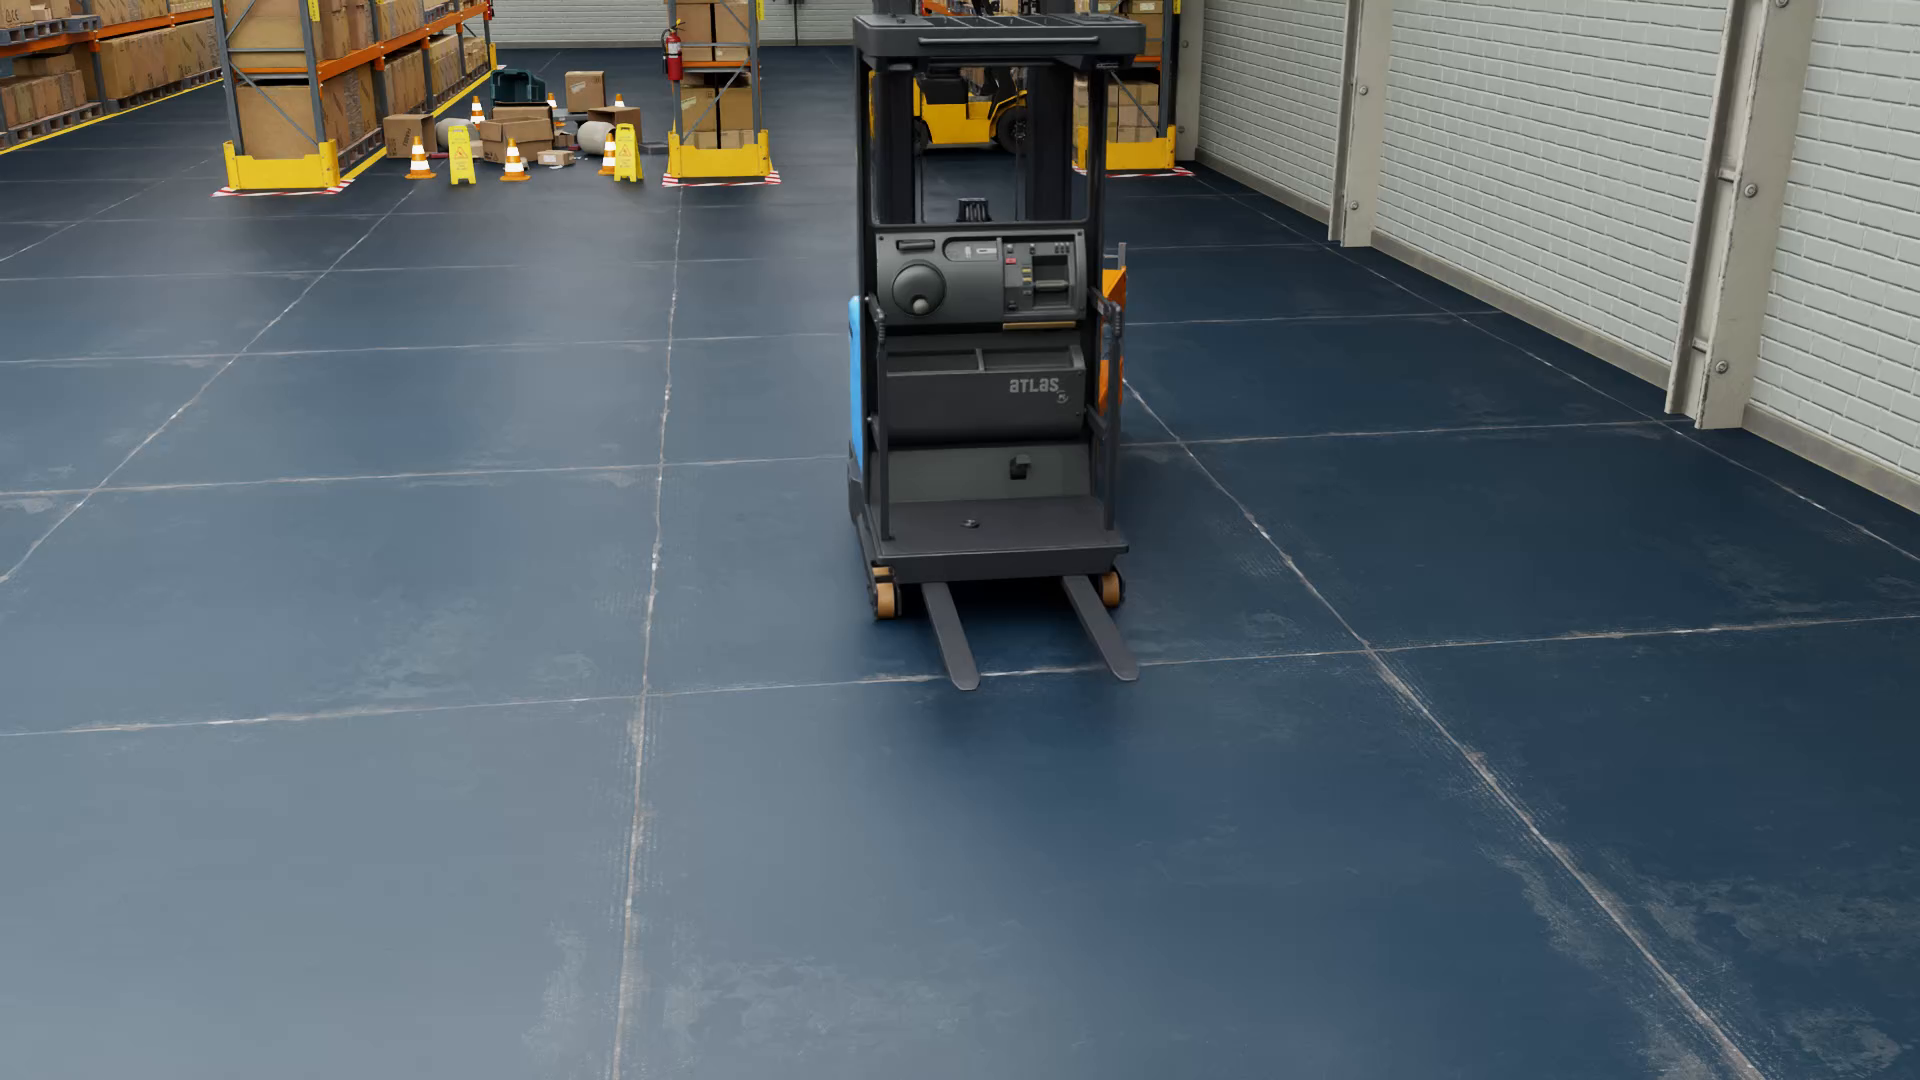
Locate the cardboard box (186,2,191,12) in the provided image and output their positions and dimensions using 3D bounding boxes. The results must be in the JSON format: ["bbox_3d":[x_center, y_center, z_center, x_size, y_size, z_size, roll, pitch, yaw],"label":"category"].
[{"bbox_3d":[-14.230,-9.694,30.243,0.380,0.149,0.250,-3,21,-9],"label":"cardboard box"}]

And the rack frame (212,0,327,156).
[{"bbox_3d":[-7.748,-5.480,18.601,1.000,3.000,0.127,-3,21,-8],"label":"rack frame"}]

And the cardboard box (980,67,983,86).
[{"bbox_3d":[0.620,-7.947,28.179,0.500,0.500,0.500,-2,21,-6],"label":"cardboard box"}]

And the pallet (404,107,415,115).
[{"bbox_3d":[-8.690,-6.245,24.635,1.003,0.211,1.213,-3,21,-8],"label":"pallet"}]

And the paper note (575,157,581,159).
[{"bbox_3d":[-4.944,-4.897,21.299,0.148,0.019,0.142,4,21,11],"label":"paper note"}]

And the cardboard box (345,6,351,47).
[{"bbox_3d":[-8.197,-6.426,20.919,0.875,0.550,0.550,-3,21,-8],"label":"cardboard box"}]

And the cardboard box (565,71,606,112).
[{"bbox_3d":[-5.198,-6.233,23.107,0.500,0.500,0.500,-3,21,-8],"label":"cardboard box"}]

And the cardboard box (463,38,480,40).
[{"bbox_3d":[-9.748,-9.899,33.057,0.380,0.149,0.250,-3,21,-7],"label":"cardboard box"}]

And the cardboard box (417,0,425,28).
[{"bbox_3d":[-8.571,-8.154,25.618,0.500,0.500,0.500,-3,21,-8],"label":"cardboard box"}]

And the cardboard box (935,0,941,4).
[{"bbox_3d":[-0.289,-10.772,33.129,0.380,0.149,0.250,-2,21,-7],"label":"cardboard box"}]

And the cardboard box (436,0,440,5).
[{"bbox_3d":[-9.034,-9.135,28.147,0.380,0.149,0.250,-2,21,-5],"label":"cardboard box"}]

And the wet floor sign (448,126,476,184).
[{"bbox_3d":[-5.785,-4.467,19.253,0.267,0.644,0.232,-7,21,-17],"label":"wet floor sign"}]

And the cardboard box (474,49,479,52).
[{"bbox_3d":[-9.513,-9.404,32.155,0.380,0.149,0.250,-2,21,-5],"label":"cardboard box"}]

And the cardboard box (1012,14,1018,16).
[{"bbox_3d":[1.061,-7.666,24.668,0.500,0.250,0.500,-3,21,-8],"label":"cardboard box"}]

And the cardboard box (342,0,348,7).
[{"bbox_3d":[-8.169,-6.933,20.734,0.875,0.550,0.550,-3,21,-8],"label":"cardboard box"}]

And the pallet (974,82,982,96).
[{"bbox_3d":[0.824,-7.740,28.638,1.003,0.211,1.213,-3,21,-8],"label":"pallet"}]

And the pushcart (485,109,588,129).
[{"bbox_3d":[-5.690,-5.789,23.175,1.648,0.377,0.936,-11,23,-26],"label":"pushcart"}]

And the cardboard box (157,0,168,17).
[{"bbox_3d":[-14.063,-9.318,28.734,0.500,0.500,0.500,-3,21,-8],"label":"cardboard box"}]

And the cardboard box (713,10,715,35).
[{"bbox_3d":[-2.811,-6.484,20.722,0.500,0.500,0.500,-3,21,-9],"label":"cardboard box"}]

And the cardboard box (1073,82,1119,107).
[{"bbox_3d":[1.672,-5.537,20.654,0.500,0.250,0.500,-2,21,-6],"label":"cardboard box"}]

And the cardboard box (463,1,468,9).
[{"bbox_3d":[-9.401,-9.992,31.040,0.380,0.149,0.250,-3,21,-7],"label":"cardboard box"}]

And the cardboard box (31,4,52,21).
[{"bbox_3d":[-13.316,-7.604,23.881,0.396,0.266,0.258,-4,21,-9],"label":"cardboard box"}]

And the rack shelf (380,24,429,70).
[{"bbox_3d":[-8.613,-7.220,24.289,1.077,0.370,4.000,-3,21,-8],"label":"rack shelf"}]

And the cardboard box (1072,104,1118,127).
[{"bbox_3d":[1.667,-5.312,20.766,0.500,0.250,0.500,-3,21,-8],"label":"cardboard box"}]

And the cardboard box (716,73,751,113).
[{"bbox_3d":[-2.940,-5.865,21.891,0.500,0.500,0.500,-2,21,-5],"label":"cardboard box"}]

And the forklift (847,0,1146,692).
[{"bbox_3d":[0.127,-1.154,7.116,1.130,2.935,3.031,-3,21,-7],"label":"forklift"}]

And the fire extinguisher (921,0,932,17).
[{"bbox_3d":[-0.738,-11.372,35.021,0.296,0.674,0.183,-3,21,-8],"label":"fire extinguisher"}]

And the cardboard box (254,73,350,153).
[{"bbox_3d":[-8.040,-5.217,20.334,0.875,0.875,0.875,-3,21,-9],"label":"cardboard box"}]

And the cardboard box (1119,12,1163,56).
[{"bbox_3d":[2.250,-6.248,20.516,0.500,0.500,0.500,-2,21,-6],"label":"cardboard box"}]

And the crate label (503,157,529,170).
[{"bbox_3d":[-5.427,-4.603,20.343,0.250,0.136,0.298,-15,25,-35],"label":"crate label"}]

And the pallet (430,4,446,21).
[{"bbox_3d":[-9.227,-8.843,27.880,1.003,0.211,1.213,-3,21,-8],"label":"pallet"}]

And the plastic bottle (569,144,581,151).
[{"bbox_3d":[-5.111,-5.231,22.135,0.133,0.061,0.283,1,20,2],"label":"plastic bottle"}]

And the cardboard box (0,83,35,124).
[{"bbox_3d":[-13.365,-6.064,23.110,0.700,0.500,0.500,-3,21,-8],"label":"cardboard box"}]

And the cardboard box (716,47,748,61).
[{"bbox_3d":[-2.708,-5.775,19.750,0.380,0.149,0.250,-3,21,-8],"label":"cardboard box"}]

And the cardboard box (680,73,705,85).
[{"bbox_3d":[-3.357,-5.716,20.564,0.380,0.149,0.250,-2,21,-6],"label":"cardboard box"}]

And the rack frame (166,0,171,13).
[{"bbox_3d":[-14.401,-9.419,29.149,1.000,3.000,0.127,-3,21,-8],"label":"rack frame"}]

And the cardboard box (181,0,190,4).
[{"bbox_3d":[-14.276,-9.837,30.055,0.500,0.250,0.500,-3,21,-8],"label":"cardboard box"}]

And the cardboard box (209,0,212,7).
[{"bbox_3d":[-14.451,-10.226,31.668,0.380,0.149,0.250,-3,21,-9],"label":"cardboard box"}]

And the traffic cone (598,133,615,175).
[{"bbox_3d":[-4.203,-4.660,20.031,0.336,0.463,0.334,-3,21,-8],"label":"traffic cone"}]

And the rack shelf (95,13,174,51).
[{"bbox_3d":[-14.112,-8.390,27.420,1.077,0.370,4.000,-3,21,-8],"label":"rack shelf"}]

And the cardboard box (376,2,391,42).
[{"bbox_3d":[-8.134,-7.107,22.815,0.500,0.500,0.500,-3,21,-7],"label":"cardboard box"}]

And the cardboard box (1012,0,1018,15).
[{"bbox_3d":[1.065,-7.900,24.580,0.500,0.250,0.500,-3,21,-9],"label":"cardboard box"}]

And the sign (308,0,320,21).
[{"bbox_3d":[-7.198,-5.948,18.505,0.100,0.325,0.005,-3,21,-8],"label":"sign"}]

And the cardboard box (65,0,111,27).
[{"bbox_3d":[-13.625,-8.263,25.910,0.500,0.500,0.500,-2,21,-6],"label":"cardboard box"}]

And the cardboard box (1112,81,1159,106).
[{"bbox_3d":[2.165,-5.569,20.740,0.500,0.250,0.500,-3,21,-9],"label":"cardboard box"}]

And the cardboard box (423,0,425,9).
[{"bbox_3d":[-8.805,-8.587,26.678,0.380,0.149,0.250,-2,21,-5],"label":"cardboard box"}]

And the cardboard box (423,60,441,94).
[{"bbox_3d":[-8.751,-7.533,27.071,0.500,0.500,0.500,-4,21,-10],"label":"cardboard box"}]

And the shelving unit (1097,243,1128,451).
[{"bbox_3d":[0.603,-1.027,9.359,0.538,1.125,1.048,5,21,12],"label":"shelving unit"}]

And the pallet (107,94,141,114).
[{"bbox_3d":[-13.863,-7.005,26.670,1.003,0.211,1.213,-3,21,-8],"label":"pallet"}]

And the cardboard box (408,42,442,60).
[{"bbox_3d":[-8.834,-8.053,27.391,0.500,0.250,0.500,-3,21,-8],"label":"cardboard box"}]
